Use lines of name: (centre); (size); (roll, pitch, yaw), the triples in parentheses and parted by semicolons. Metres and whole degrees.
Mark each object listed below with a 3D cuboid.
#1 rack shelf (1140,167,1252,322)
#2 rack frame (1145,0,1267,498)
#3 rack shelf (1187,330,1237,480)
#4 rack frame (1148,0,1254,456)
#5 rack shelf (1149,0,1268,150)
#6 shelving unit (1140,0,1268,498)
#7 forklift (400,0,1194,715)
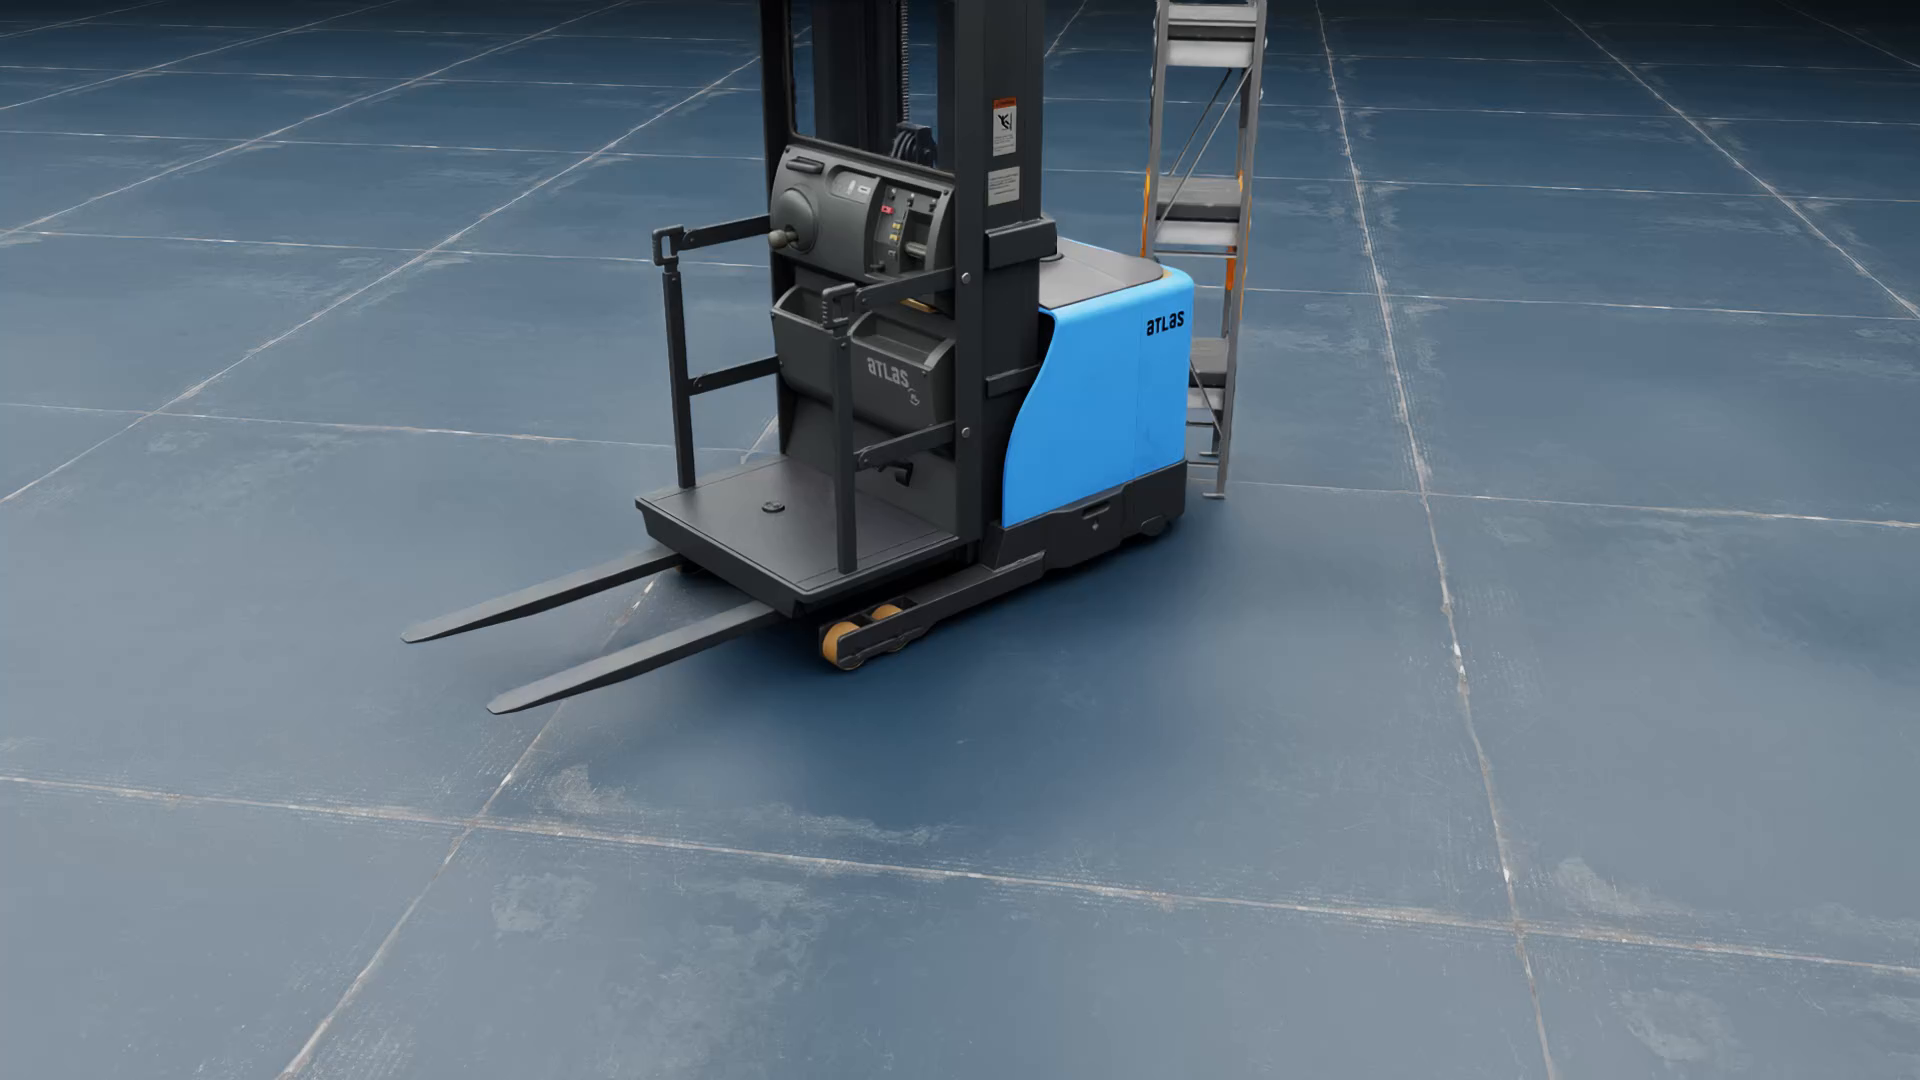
rack shelf: (0.971, -1.237, 6.935); (0.431, 0.518, 0.480); (3, 25, 5)
rack frame: (0.948, -1.149, 6.709); (0.400, 2.100, 0.015); (3, 25, 5)
rack shelf: (0.961, -0.601, 7.226); (0.431, 0.518, 0.480); (3, 25, 5)
rack frame: (0.995, -1.350, 7.151); (0.400, 2.100, 0.015); (3, 25, 5)
rack shelf: (0.981, -1.874, 6.645); (0.431, 0.518, 0.480); (3, 25, 5)
shelving unit: (0.971, -1.250, 6.930); (0.431, 2.100, 0.503); (3, 25, 5)
forklift: (-0.514, -1.125, 5.696); (3.031, 2.935, 1.130); (-21, 32, -37)
